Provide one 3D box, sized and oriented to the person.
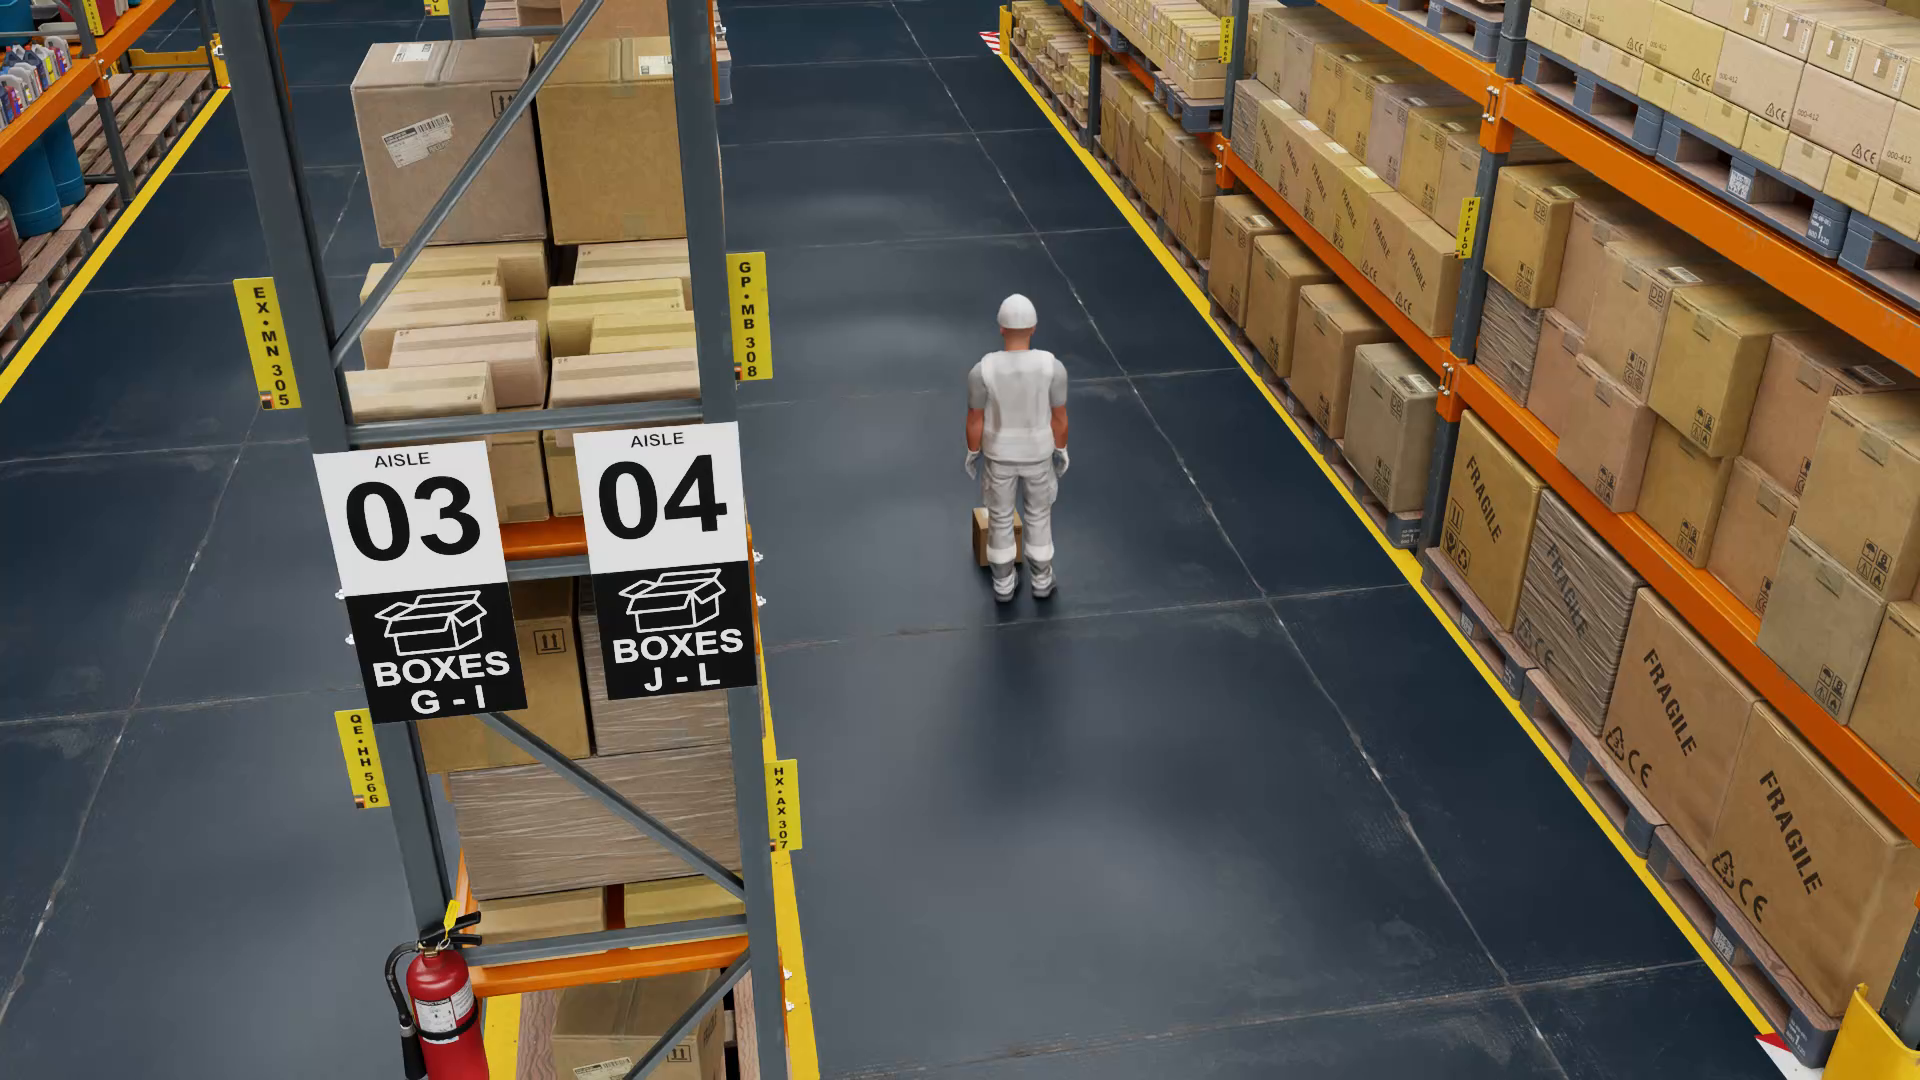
[{"bbox_3d":[0.304,-0.468,8.906,0.558,1.817,0.424,0,30,0],"label":"person"}]
